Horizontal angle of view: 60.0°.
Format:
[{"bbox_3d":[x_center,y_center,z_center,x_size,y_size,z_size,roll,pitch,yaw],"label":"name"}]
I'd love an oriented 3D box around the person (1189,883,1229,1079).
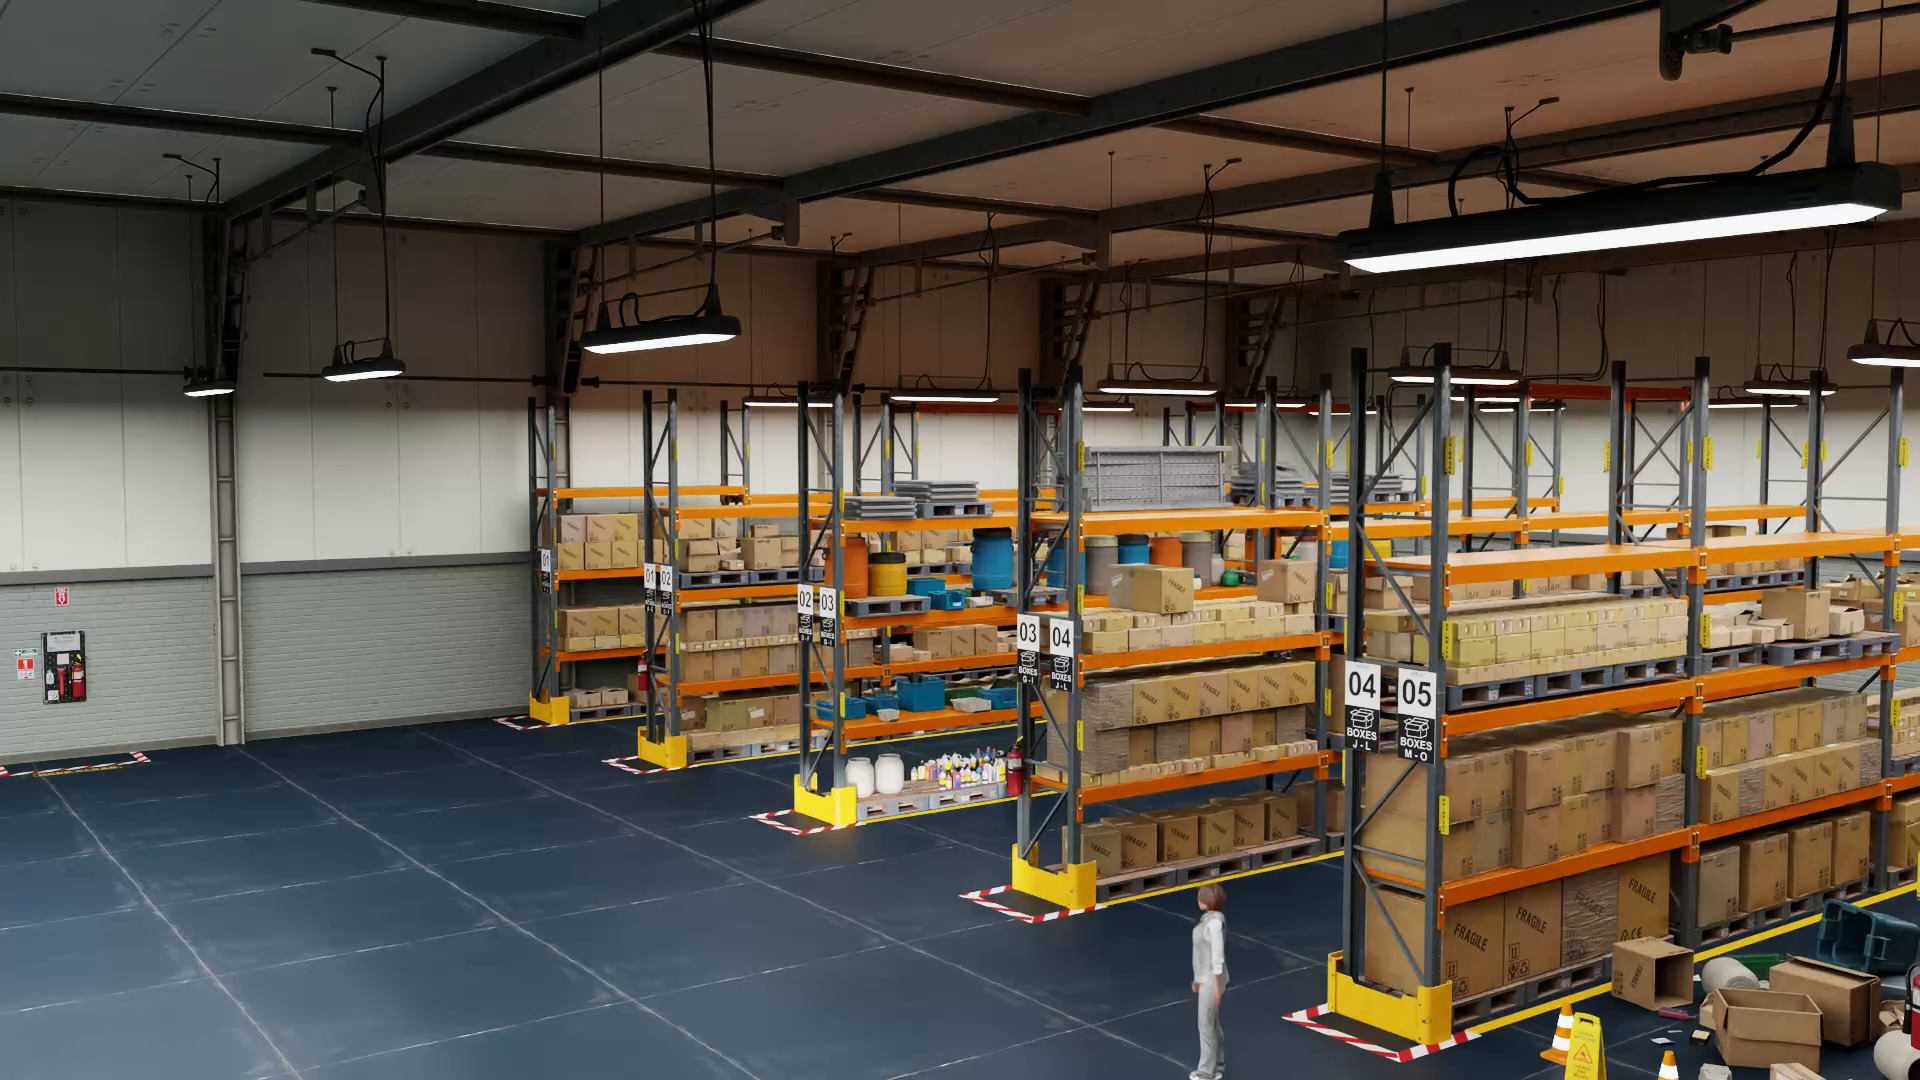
[{"bbox_3d":[1.960,3.571,13.369,0.389,1.606,0.518,0,3,5],"label":"person"}]
